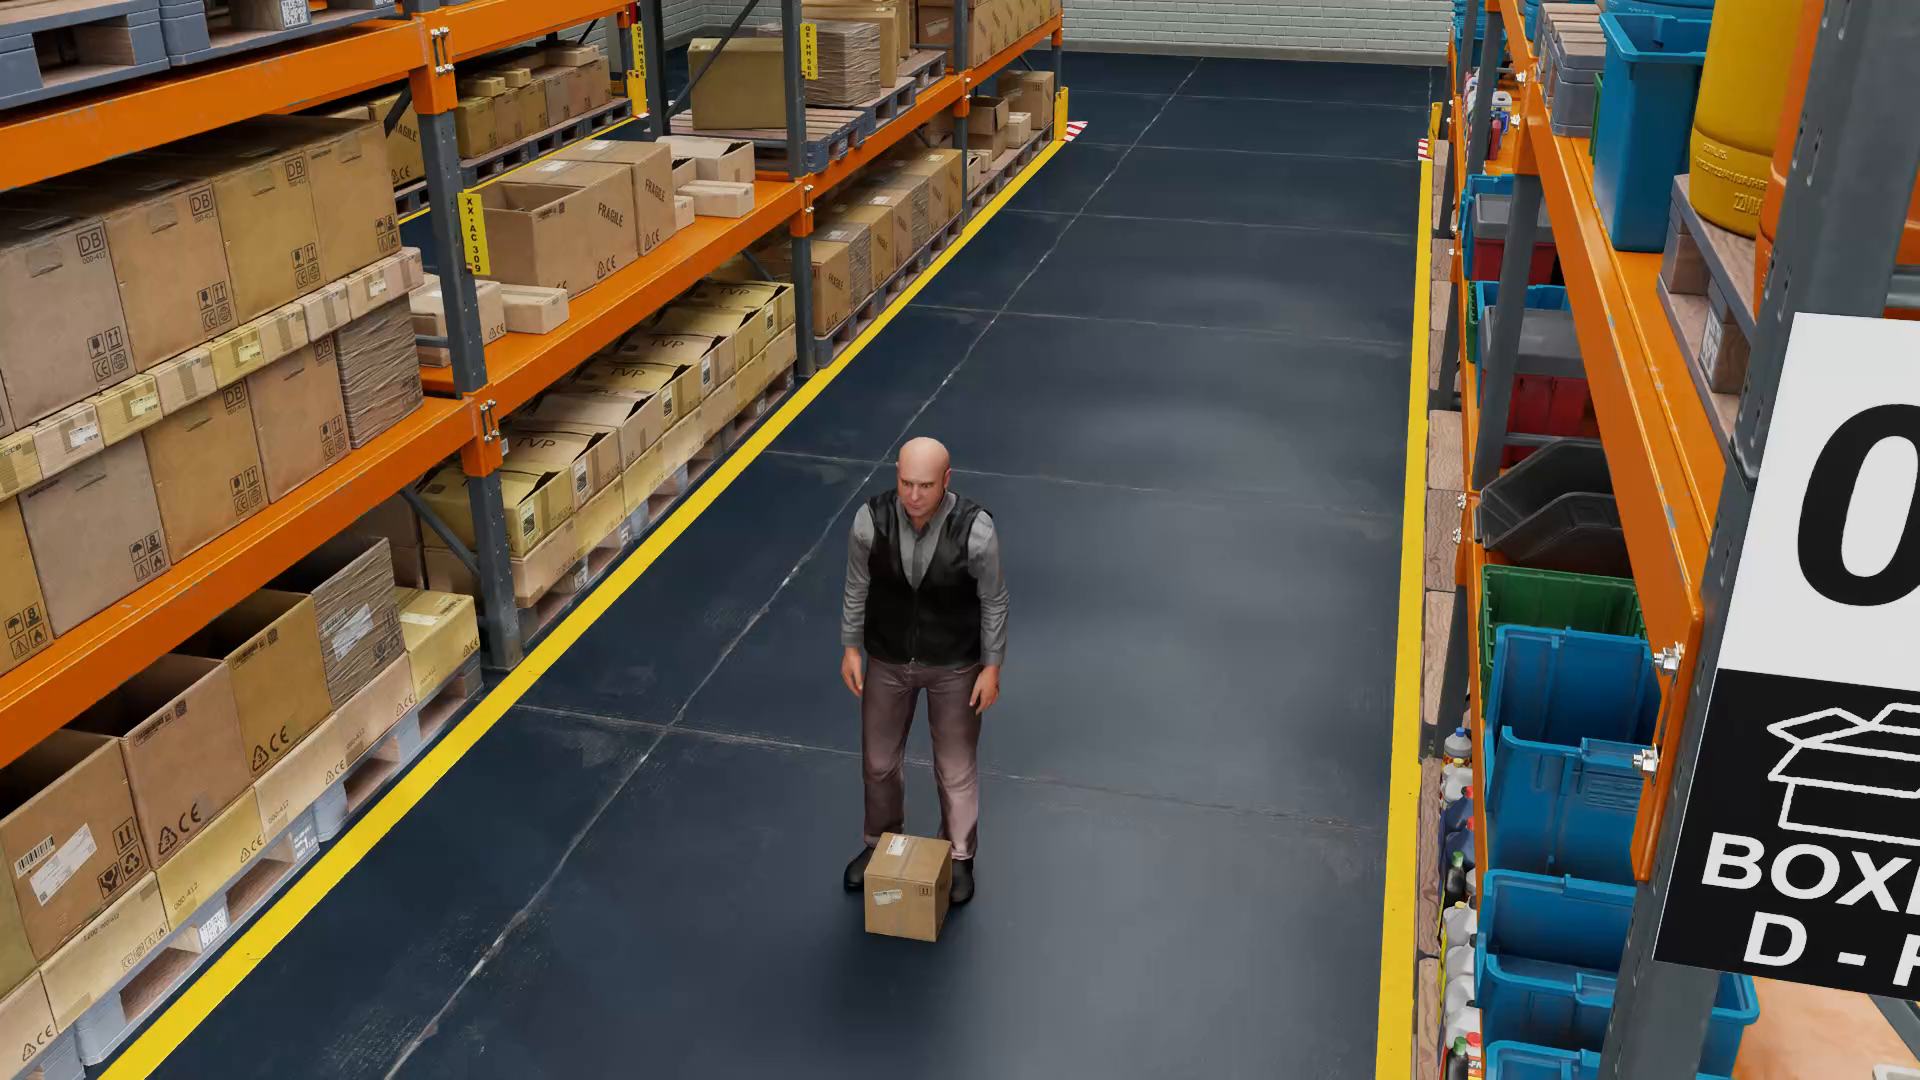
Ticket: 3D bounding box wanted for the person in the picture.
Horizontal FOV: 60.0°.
[{"bbox_3d":[-0.122,0.423,5.736,0.579,1.720,0.420,6,26,12],"label":"person"}]
